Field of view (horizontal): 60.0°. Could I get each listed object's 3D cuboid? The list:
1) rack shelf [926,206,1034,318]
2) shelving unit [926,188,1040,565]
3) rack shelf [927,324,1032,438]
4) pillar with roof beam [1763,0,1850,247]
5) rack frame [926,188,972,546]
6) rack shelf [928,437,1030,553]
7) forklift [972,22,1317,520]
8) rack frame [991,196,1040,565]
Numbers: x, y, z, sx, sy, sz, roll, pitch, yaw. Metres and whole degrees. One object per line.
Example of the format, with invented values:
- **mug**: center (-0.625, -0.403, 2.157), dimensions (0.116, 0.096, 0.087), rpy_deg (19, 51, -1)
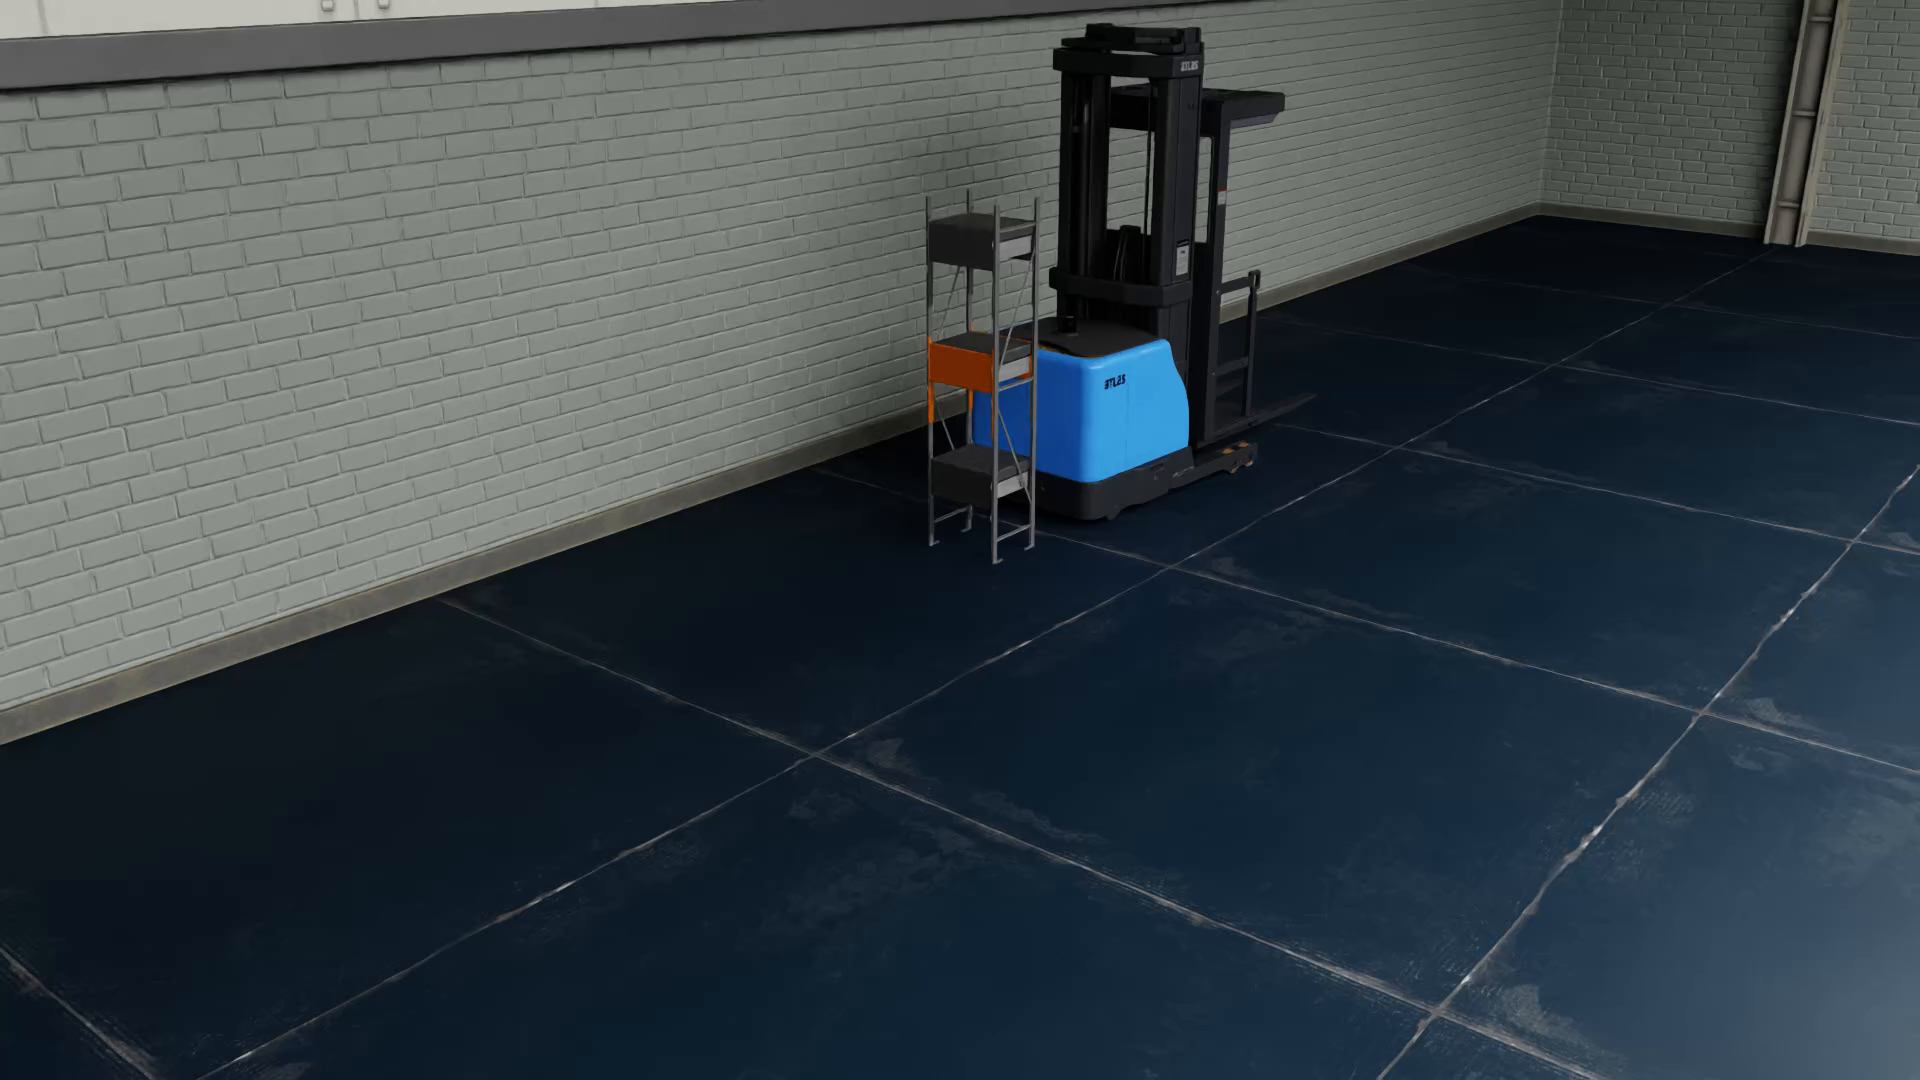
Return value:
- **rack shelf**: center (0.128, -1.588, 9.458), dimensions (0.480, 0.518, 0.431), rpy_deg (16, 26, 36)
- **shelving unit**: center (0.128, -0.946, 9.700), dimensions (0.503, 2.100, 0.431), rpy_deg (16, 26, 36)
- **rack shelf**: center (0.128, -0.933, 9.705), dimensions (0.480, 0.518, 0.431), rpy_deg (16, 26, 36)
- **pillar with roof beam**: center (6.848, -6.478, 14.593), dimensions (0.400, 9.000, 9.100), rpy_deg (16, 26, 36)
- **rack frame**: center (-0.061, -1.000, 9.844), dimensions (0.015, 2.100, 0.400), rpy_deg (16, 26, 36)
- **rack shelf**: center (0.128, -0.278, 9.952), dimensions (0.480, 0.518, 0.431), rpy_deg (16, 26, 36)
- **forklift**: center (1.415, -1.934, 11.143), dimensions (1.130, 2.935, 3.031), rpy_deg (17, 27, 38)
- **rack frame**: center (0.317, -0.891, 9.555), dimensions (0.015, 2.100, 0.400), rpy_deg (16, 26, 36)
